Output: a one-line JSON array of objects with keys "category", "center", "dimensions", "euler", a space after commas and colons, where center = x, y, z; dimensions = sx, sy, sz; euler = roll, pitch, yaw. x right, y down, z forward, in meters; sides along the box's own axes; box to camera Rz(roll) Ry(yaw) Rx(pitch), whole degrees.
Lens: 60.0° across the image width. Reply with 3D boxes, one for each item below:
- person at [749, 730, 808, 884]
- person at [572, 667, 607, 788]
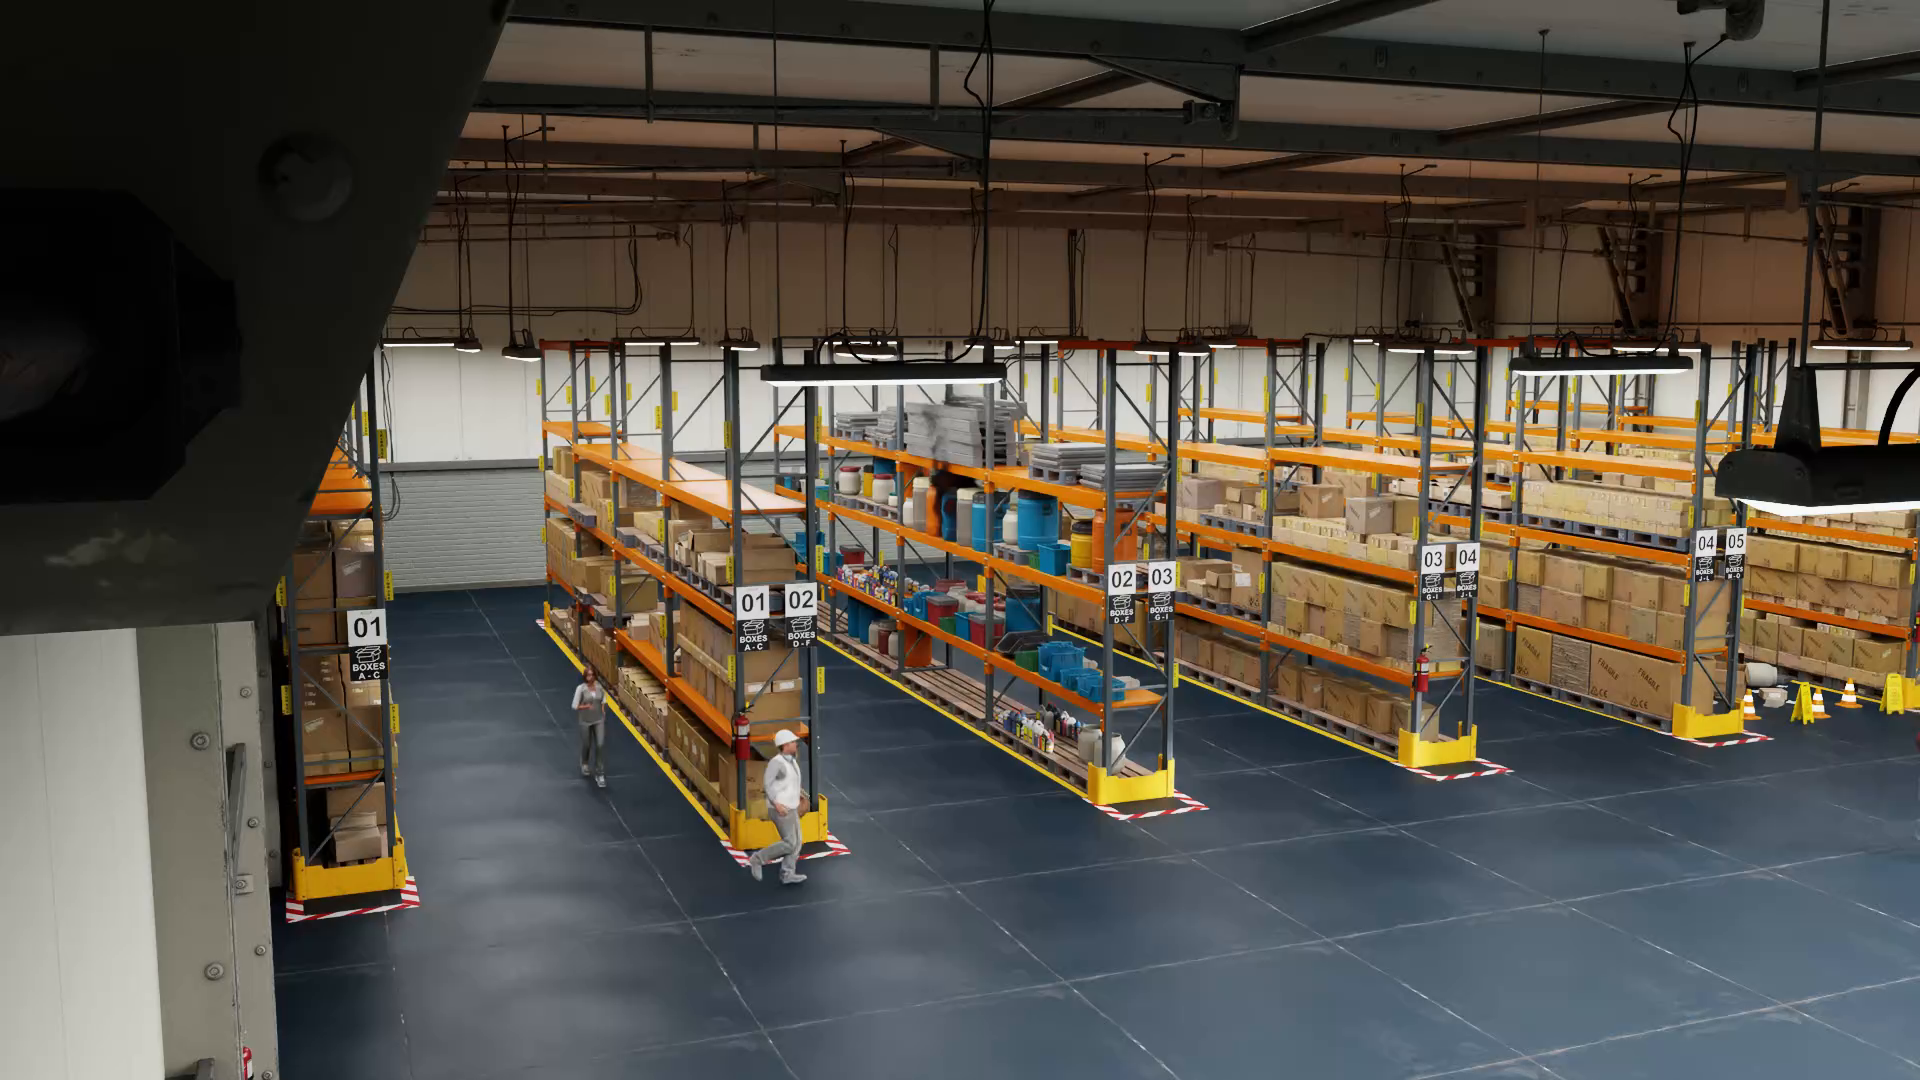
[{"category": "person", "center": [-2.029, 3.029, 18.967], "dimensions": [0.652, 1.733, 0.737], "euler": [1, 8, 9]}, {"category": "person", "center": [-5.085, 2.541, 22.937], "dimensions": [0.532, 1.612, 0.798], "euler": [-4, 8, -26]}]
